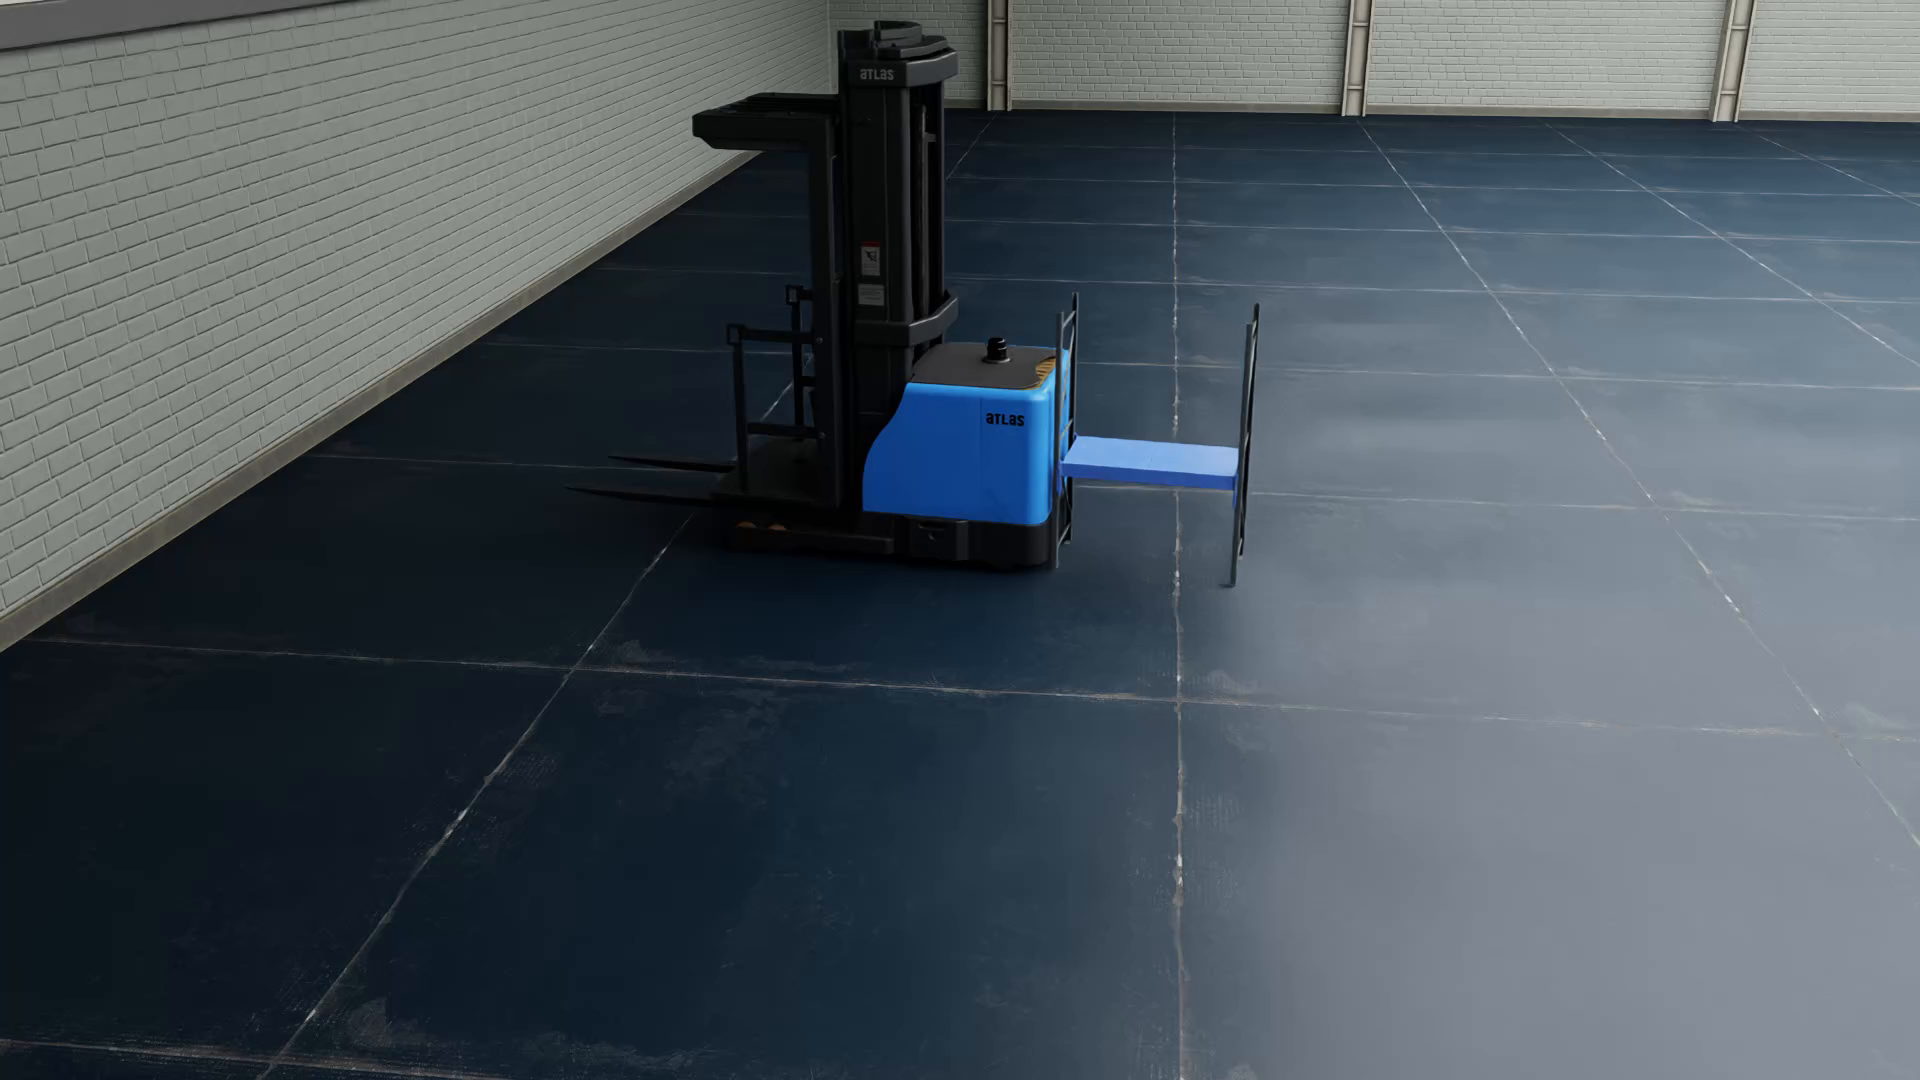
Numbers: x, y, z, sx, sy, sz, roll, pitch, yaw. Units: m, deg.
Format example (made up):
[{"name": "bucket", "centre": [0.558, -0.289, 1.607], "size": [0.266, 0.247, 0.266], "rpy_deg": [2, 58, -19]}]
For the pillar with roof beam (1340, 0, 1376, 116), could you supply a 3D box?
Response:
[{"name": "pillar with roof beam", "centre": [6.135, -9.809, 22.511], "size": [0.400, 9.000, 9.100], "rpy_deg": [2, 22, 6]}]

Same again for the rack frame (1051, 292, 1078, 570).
[{"name": "rack frame", "centre": [0.595, -0.614, 9.453], "size": [0.032, 1.500, 0.500], "rpy_deg": [5, 22, 13]}]

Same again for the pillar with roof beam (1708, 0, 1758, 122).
[{"name": "pillar with roof beam", "centre": [12.093, -9.549, 21.854], "size": [0.400, 9.000, 9.100], "rpy_deg": [2, 22, 6]}]

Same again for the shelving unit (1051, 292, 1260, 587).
[{"name": "shelving unit", "centre": [1.088, -0.569, 9.339], "size": [1.048, 1.500, 0.538], "rpy_deg": [5, 22, 13]}]

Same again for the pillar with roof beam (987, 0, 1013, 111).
[{"name": "pillar with roof beam", "centre": [0.177, -10.068, 23.168], "size": [0.400, 9.000, 9.100], "rpy_deg": [2, 22, 6]}]

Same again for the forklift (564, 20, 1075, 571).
[{"name": "forklift", "centre": [-0.873, -1.464, 9.657], "size": [3.031, 2.935, 1.130], "rpy_deg": [5, 22, 13]}]

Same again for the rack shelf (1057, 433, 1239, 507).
[{"name": "rack shelf", "centre": [1.088, -0.402, 9.405], "size": [1.000, 0.185, 0.538], "rpy_deg": [5, 22, 13]}]

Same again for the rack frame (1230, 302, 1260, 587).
[{"name": "rack frame", "centre": [1.581, -0.524, 9.225], "size": [0.032, 1.500, 0.500], "rpy_deg": [5, 22, 13]}]
